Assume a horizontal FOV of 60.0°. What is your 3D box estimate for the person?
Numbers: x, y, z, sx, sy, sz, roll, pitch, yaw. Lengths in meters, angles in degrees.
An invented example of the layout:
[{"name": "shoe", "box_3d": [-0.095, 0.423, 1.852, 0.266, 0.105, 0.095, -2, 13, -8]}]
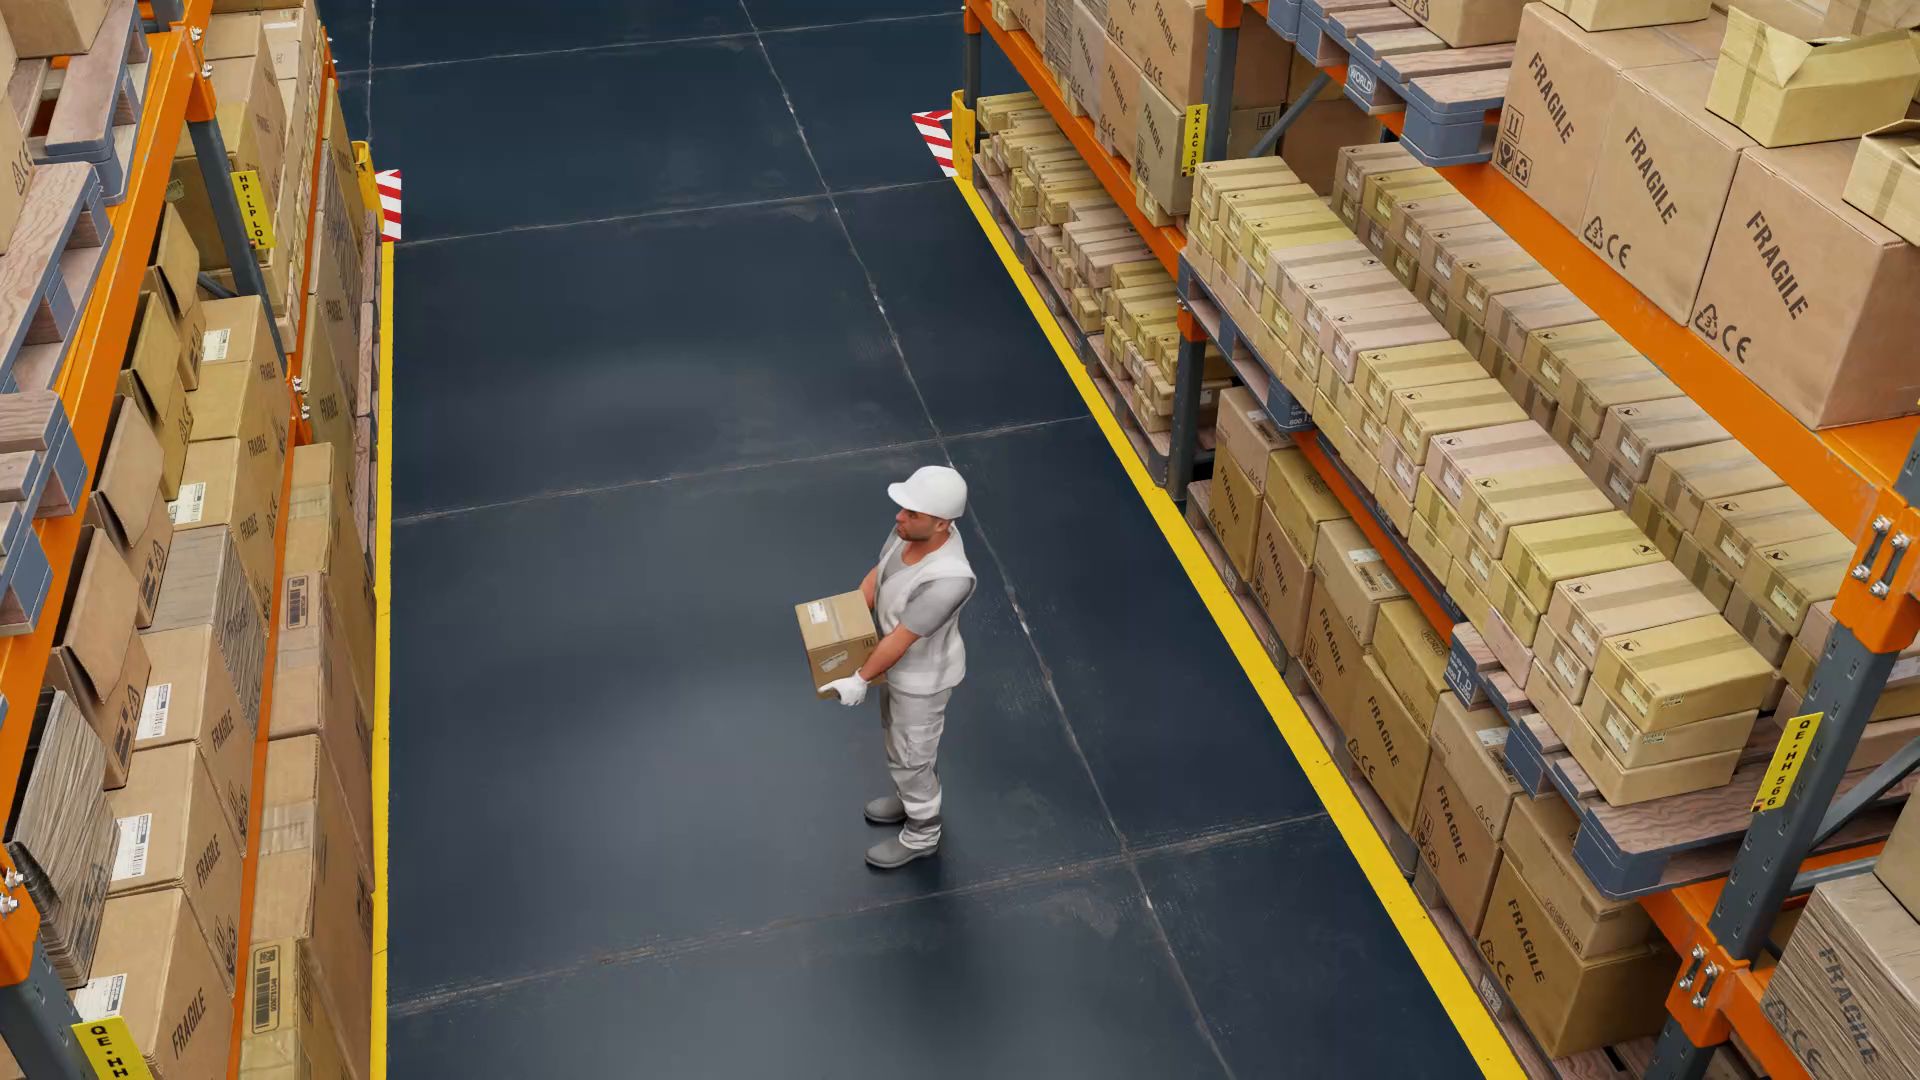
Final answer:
[{"name": "person", "box_3d": [-0.254, 0.488, 6.072, 0.570, 1.782, 0.493, -9, 39, -11]}]
